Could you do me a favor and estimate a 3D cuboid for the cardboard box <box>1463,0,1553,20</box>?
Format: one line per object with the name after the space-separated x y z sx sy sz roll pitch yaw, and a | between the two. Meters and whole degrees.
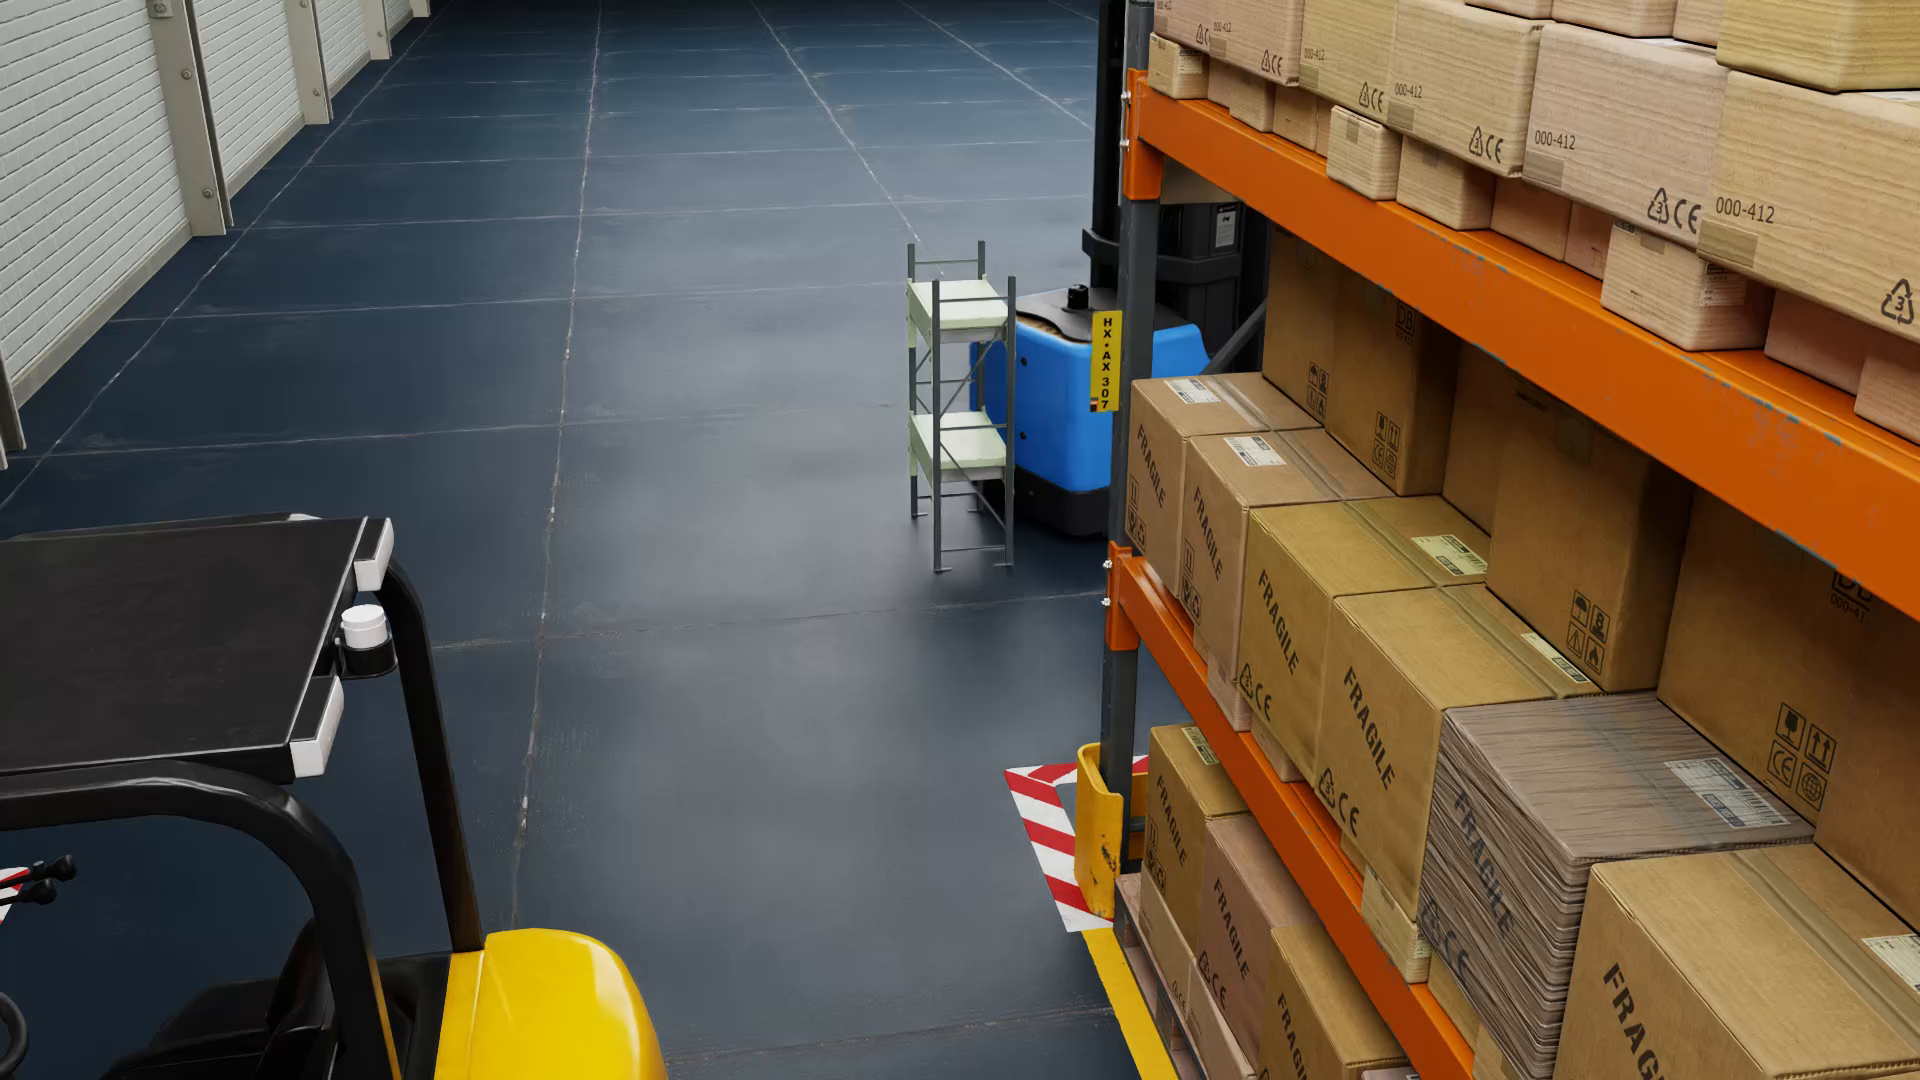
1.078 -0.963 2.776 0.380 0.149 0.250 -4 24 -9 | cardboard box

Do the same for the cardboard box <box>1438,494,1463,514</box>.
1.451 0.008 4.487 0.500 0.500 0.500 -4 24 -10 | cardboard box

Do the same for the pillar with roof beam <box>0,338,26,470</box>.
-1.521 -4.918 8.768 9.100 9.000 0.400 -4 24 -10 | pillar with roof beam

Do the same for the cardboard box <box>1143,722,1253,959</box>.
0.874 0.871 4.981 0.500 0.500 0.500 -5 24 -12 | cardboard box

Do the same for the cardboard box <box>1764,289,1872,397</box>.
1.342 -0.295 2.245 0.380 0.149 0.250 -5 24 -12 | cardboard box

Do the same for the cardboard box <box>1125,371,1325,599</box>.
0.807 -0.175 4.907 0.500 0.500 0.500 -5 24 -11 | cardboard box

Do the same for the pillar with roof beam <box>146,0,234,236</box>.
-2.631 -7.278 14.172 9.100 9.000 0.400 -4 24 -10 | pillar with roof beam

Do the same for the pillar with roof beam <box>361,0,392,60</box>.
-4.850 -11.998 24.979 9.100 9.000 0.400 -4 24 -10 | pillar with roof beam

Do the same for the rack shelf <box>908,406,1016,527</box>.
-0.001 -0.391 8.586 0.431 0.370 0.720 -4 24 -10 | rack shelf

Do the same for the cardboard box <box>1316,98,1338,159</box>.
1.009 -0.902 3.633 0.380 0.149 0.250 -5 24 -11 | cardboard box

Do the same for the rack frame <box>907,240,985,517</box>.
-0.069 -0.834 8.785 0.400 1.500 0.023 -4 24 -10 | rack frame

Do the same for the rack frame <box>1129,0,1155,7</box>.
0.992 -2.949 4.259 1.000 3.000 0.127 -4 24 -10 | rack frame

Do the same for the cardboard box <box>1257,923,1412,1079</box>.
1.060 1.274 4.058 0.500 0.500 0.500 -4 24 -9 | cardboard box

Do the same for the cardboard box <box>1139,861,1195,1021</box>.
0.869 1.205 5.153 0.500 0.250 0.500 -5 24 -10 | cardboard box

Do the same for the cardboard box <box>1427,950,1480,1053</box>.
1.164 0.883 3.295 0.380 0.149 0.250 -5 24 -11 | cardboard box

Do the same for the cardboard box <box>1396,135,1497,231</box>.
1.066 -0.696 3.163 0.380 0.149 0.250 -5 24 -11 | cardboard box

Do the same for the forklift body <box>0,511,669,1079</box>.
-1.742 1.169 3.387 2.313 2.155 1.214 -4 24 -10 | forklift body

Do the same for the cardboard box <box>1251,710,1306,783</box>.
0.964 0.475 4.228 0.380 0.149 0.250 -4 24 -8 | cardboard box

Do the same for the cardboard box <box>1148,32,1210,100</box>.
0.734 -1.305 4.556 0.380 0.149 0.250 -4 24 -10 | cardboard box

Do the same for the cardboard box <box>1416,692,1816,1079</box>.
1.203 0.629 3.065 0.500 0.500 0.500 -4 24 -8 | cardboard box

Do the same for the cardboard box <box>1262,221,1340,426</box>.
1.301 -0.655 4.757 0.700 0.500 0.500 -5 24 -11 | cardboard box

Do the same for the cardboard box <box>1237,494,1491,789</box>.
1.001 0.229 3.982 0.500 0.500 0.500 -5 24 -11 | cardboard box

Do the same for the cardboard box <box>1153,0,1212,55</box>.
0.823 -1.425 4.332 0.500 0.250 0.500 -5 24 -11 | cardboard box

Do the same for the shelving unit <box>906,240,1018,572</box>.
-0.001 -0.690 8.456 0.431 1.500 0.755 -4 24 -10 | shelving unit

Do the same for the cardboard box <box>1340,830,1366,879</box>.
1.091 0.681 3.758 0.380 0.149 0.250 -5 24 -11 | cardboard box

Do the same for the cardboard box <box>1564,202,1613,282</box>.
1.232 -0.502 2.717 0.380 0.149 0.250 -4 24 -9 | cardboard box

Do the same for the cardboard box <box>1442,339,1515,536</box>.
1.583 -0.263 3.858 0.700 0.500 0.500 -5 24 -10 | cardboard box

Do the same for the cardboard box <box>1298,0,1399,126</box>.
1.027 -1.024 3.416 0.500 0.250 0.500 -4 24 -8 | cardboard box

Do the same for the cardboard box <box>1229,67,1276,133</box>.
0.886 -1.101 4.090 0.380 0.149 0.250 -4 24 -8 | cardboard box

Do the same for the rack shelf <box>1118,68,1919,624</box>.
1.362 -0.458 3.202 1.077 0.370 4.000 -4 24 -10 | rack shelf

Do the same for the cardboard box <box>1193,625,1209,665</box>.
0.881 0.273 4.692 0.380 0.149 0.250 -5 24 -11 | cardboard box

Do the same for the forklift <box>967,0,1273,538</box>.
1.539 -1.799 9.206 3.031 2.935 1.130 -15 28 -31 | forklift

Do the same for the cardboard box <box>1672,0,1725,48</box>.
1.251 -0.769 2.332 0.380 0.149 0.250 -5 24 -11 | cardboard box

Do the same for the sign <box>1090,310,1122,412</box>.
0.459 -0.556 5.195 0.100 0.325 0.005 -4 24 -10 | sign

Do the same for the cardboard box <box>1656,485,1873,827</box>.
1.724 0.142 2.931 0.700 0.500 0.500 -5 24 -11 | cardboard box

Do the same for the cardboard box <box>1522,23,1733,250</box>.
1.211 -0.623 2.496 0.500 0.250 0.500 -5 24 -11 | cardboard box
